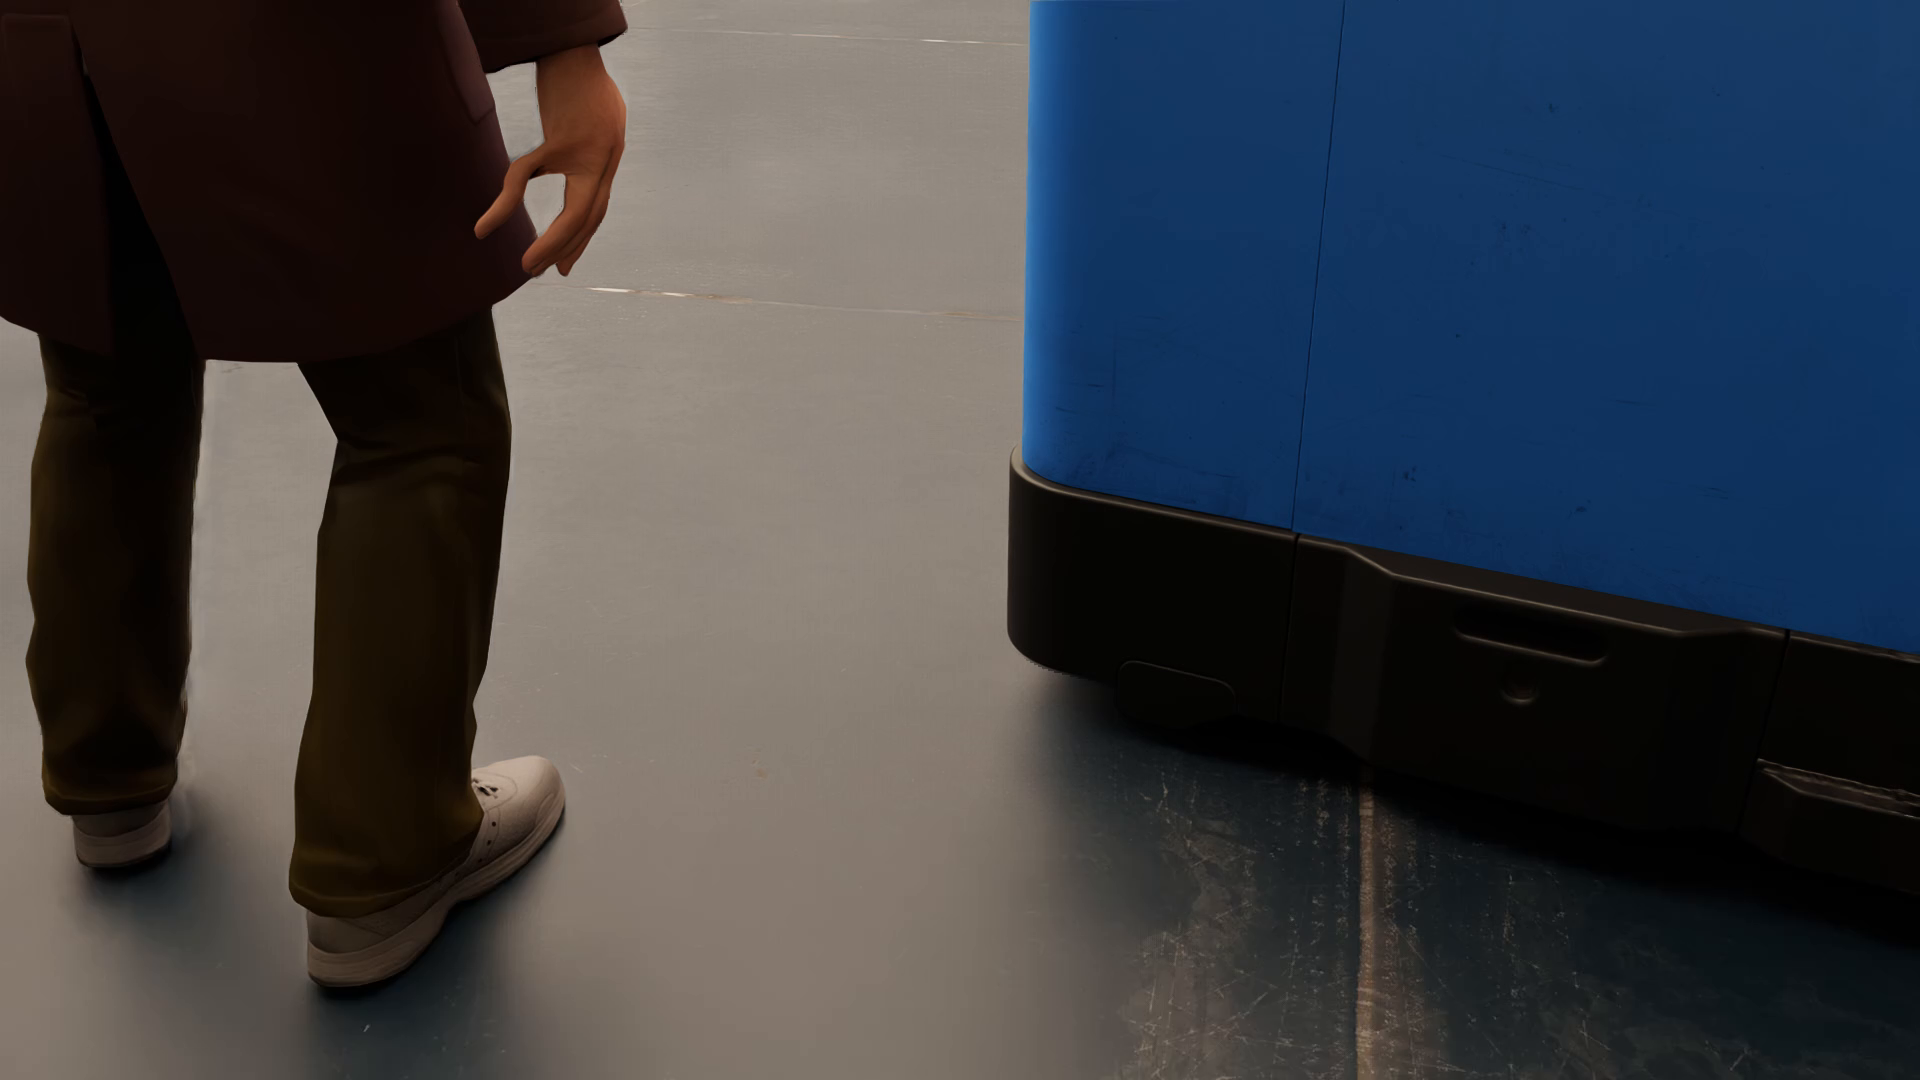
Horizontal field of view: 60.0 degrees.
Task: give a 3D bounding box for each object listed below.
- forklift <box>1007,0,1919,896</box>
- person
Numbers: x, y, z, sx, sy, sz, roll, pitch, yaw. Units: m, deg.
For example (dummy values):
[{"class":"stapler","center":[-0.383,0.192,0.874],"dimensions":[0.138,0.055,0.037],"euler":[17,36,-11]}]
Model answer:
[{"class":"forklift","center":[1.617,-1.024,1.276],"dimensions":[3.031,2.935,1.130],"euler":[12,29,23]},{"class":"person","center":[-0.671,-0.454,1.426],"dimensions":[0.890,1.713,0.410],"euler":[6,27,11]}]
